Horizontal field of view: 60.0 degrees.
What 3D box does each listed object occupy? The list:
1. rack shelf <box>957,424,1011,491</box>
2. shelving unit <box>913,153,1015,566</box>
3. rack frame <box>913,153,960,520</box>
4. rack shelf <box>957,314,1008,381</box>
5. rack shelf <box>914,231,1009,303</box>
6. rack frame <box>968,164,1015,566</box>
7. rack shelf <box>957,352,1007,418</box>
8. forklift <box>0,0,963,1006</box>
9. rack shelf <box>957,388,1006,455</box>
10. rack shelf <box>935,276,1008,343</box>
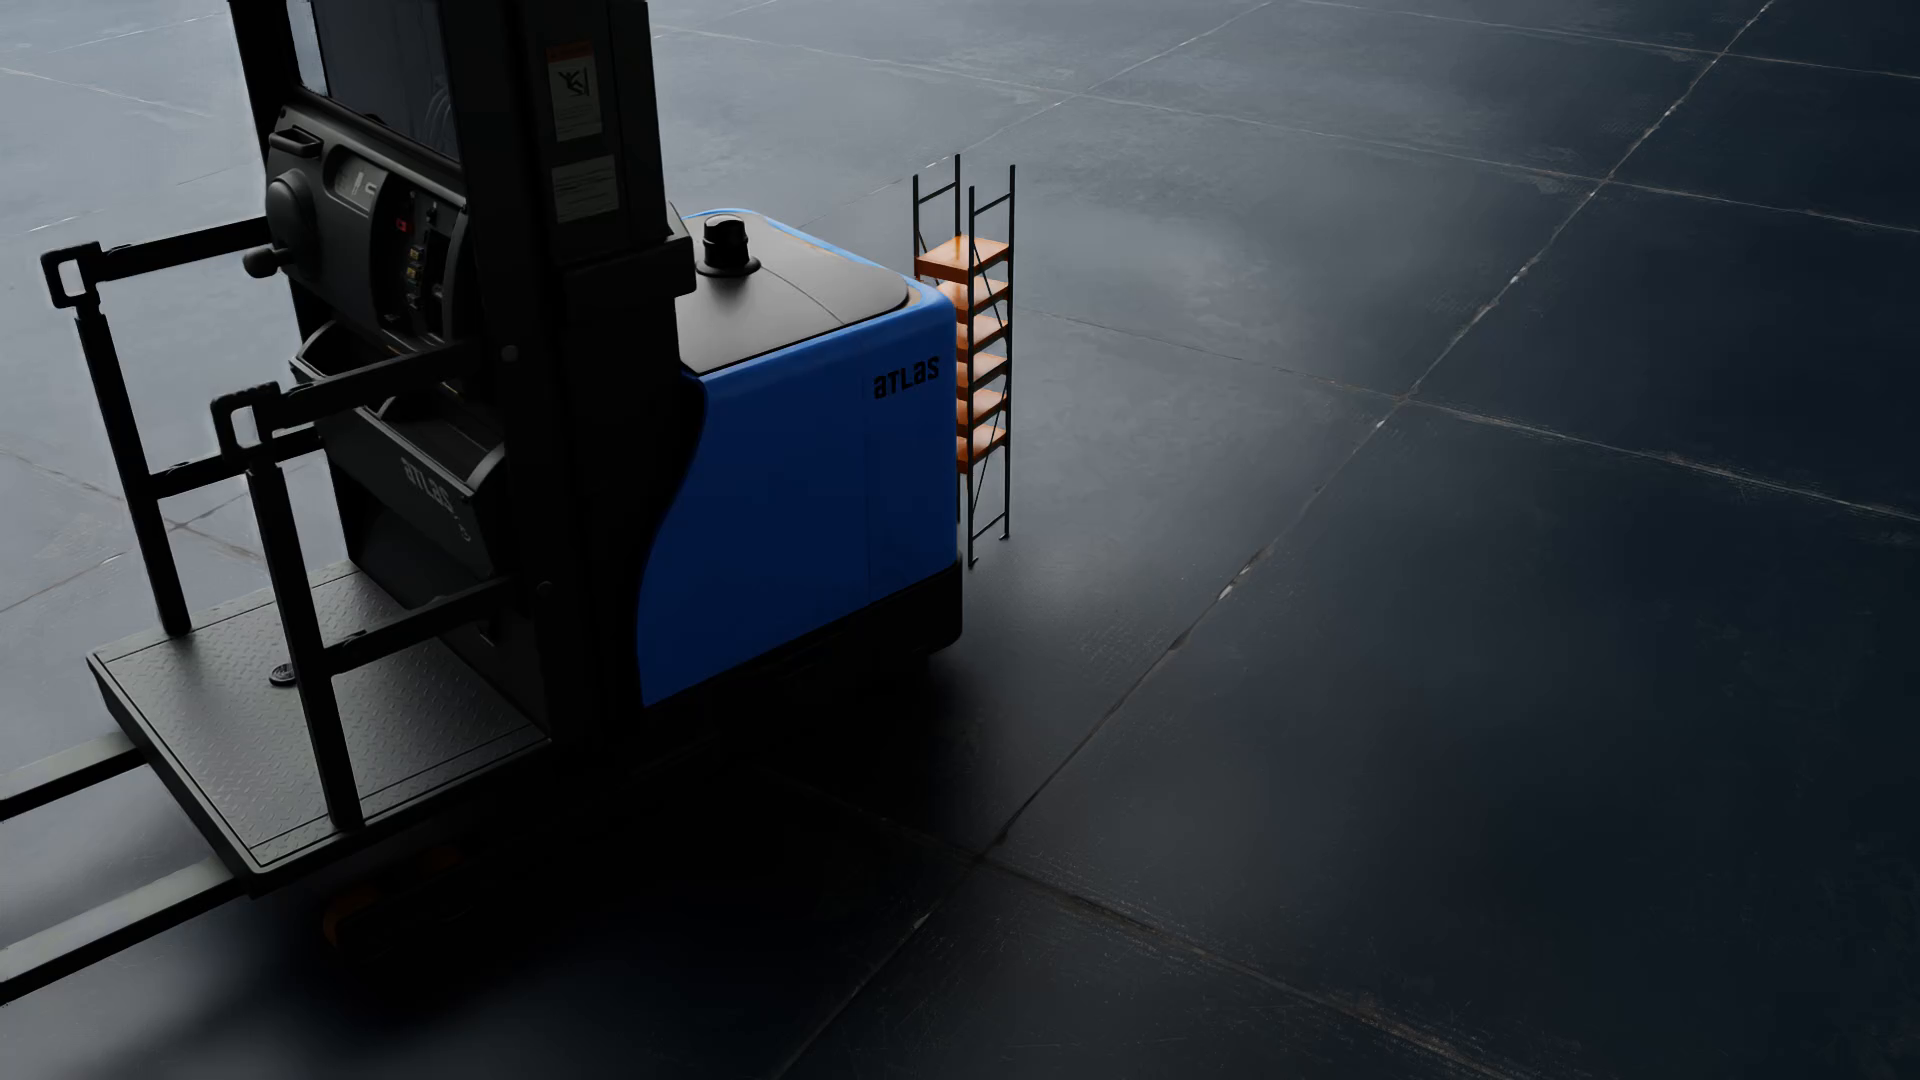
[{"bbox_3d":[0.012,-0.269,5.084,0.180,0.103,0.258,18,35,27],"label":"rack shelf"},{"bbox_3d":[0.012,-0.514,4.941,0.189,1.200,0.258,18,35,27],"label":"shelving unit"},{"bbox_3d":[-0.065,-0.539,4.983,0.006,1.200,0.240,18,35,27],"label":"rack frame"},{"bbox_3d":[0.012,-0.580,4.903,0.180,0.103,0.258,18,35,27],"label":"rack shelf"},{"bbox_3d":[0.012,-0.787,4.782,0.180,0.103,0.258,18,35,27],"label":"rack shelf"},{"bbox_3d":[0.090,-0.490,4.899,0.006,1.200,0.240,18,35,27],"label":"rack frame"},{"bbox_3d":[0.012,-0.476,4.963,0.180,0.103,0.258,18,35,27],"label":"rack shelf"},{"bbox_3d":[-1.429,-0.637,3.434,3.031,2.935,1.130,-24,38,-35],"label":"forklift"},{"bbox_3d":[0.012,-0.372,5.024,0.180,0.103,0.258,18,35,27],"label":"rack shelf"},{"bbox_3d":[0.012,-0.683,4.842,0.180,0.103,0.258,18,35,27],"label":"rack shelf"}]
